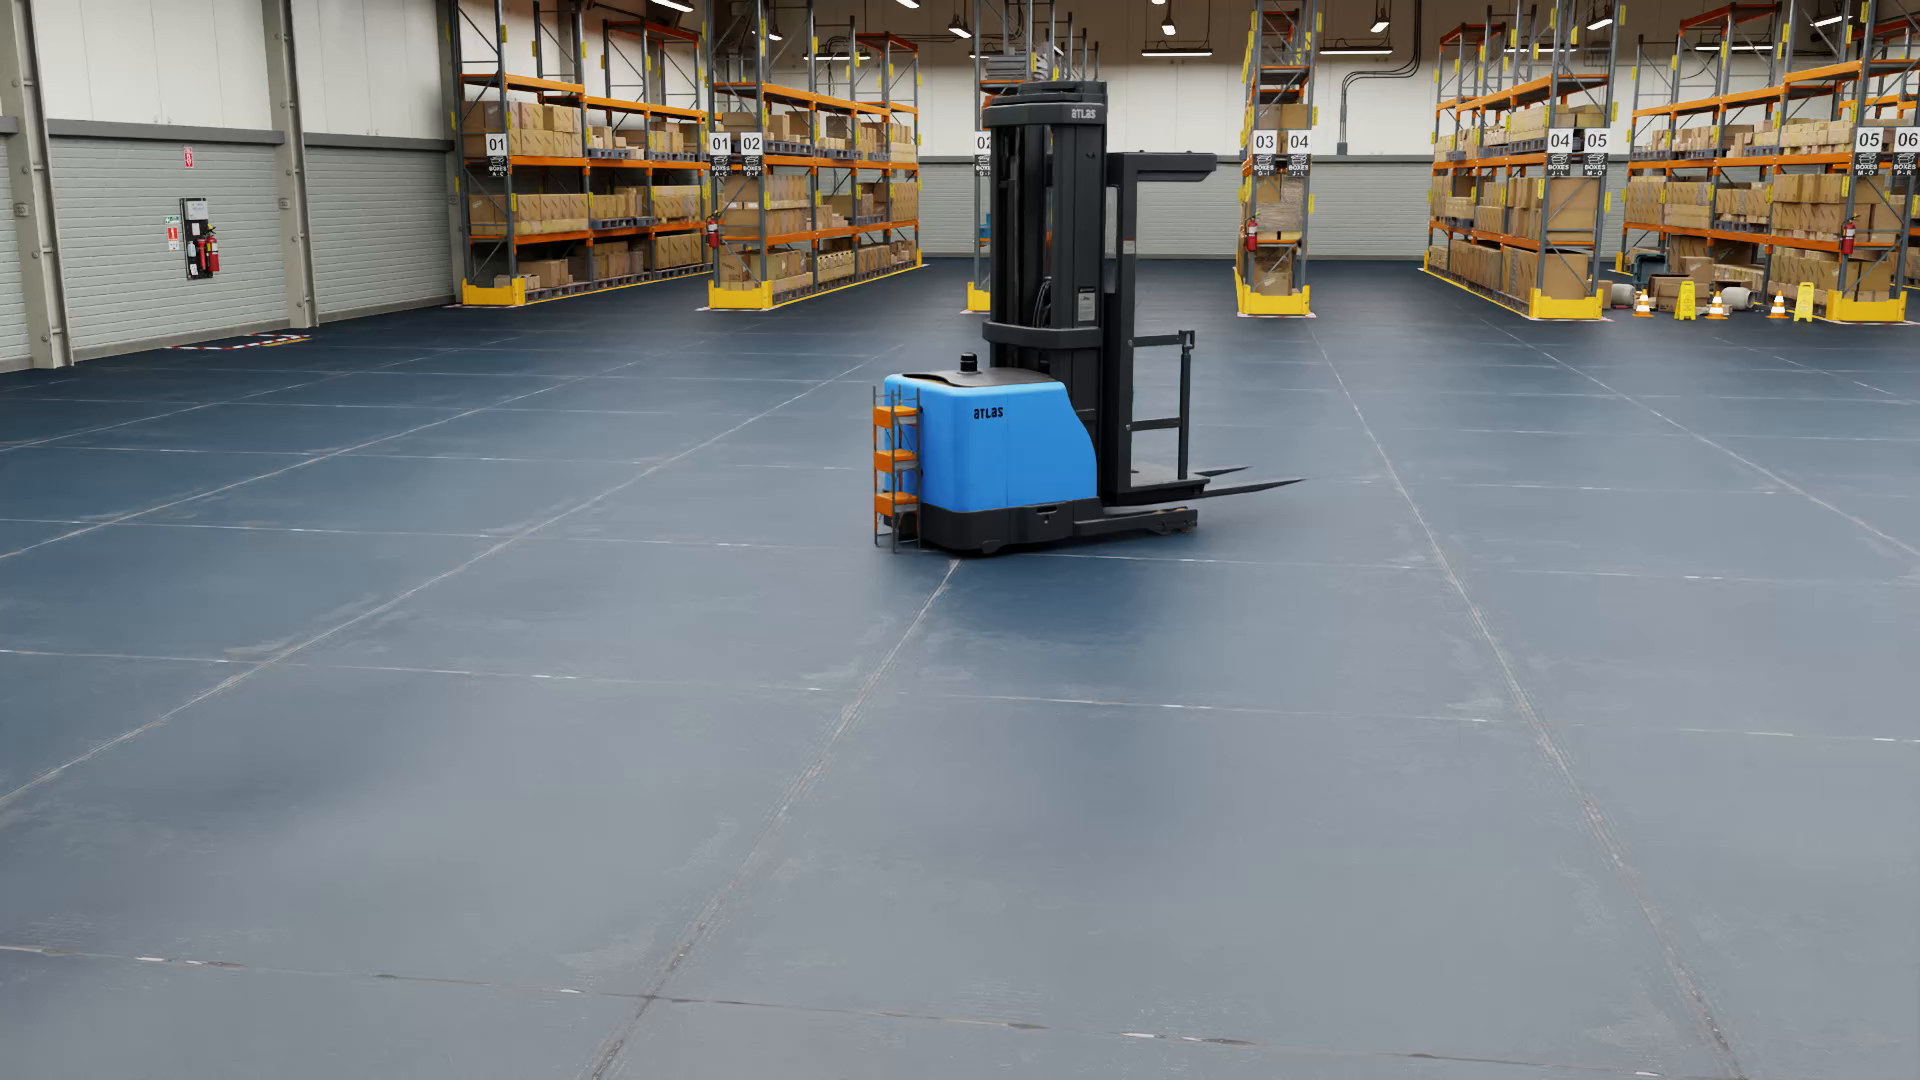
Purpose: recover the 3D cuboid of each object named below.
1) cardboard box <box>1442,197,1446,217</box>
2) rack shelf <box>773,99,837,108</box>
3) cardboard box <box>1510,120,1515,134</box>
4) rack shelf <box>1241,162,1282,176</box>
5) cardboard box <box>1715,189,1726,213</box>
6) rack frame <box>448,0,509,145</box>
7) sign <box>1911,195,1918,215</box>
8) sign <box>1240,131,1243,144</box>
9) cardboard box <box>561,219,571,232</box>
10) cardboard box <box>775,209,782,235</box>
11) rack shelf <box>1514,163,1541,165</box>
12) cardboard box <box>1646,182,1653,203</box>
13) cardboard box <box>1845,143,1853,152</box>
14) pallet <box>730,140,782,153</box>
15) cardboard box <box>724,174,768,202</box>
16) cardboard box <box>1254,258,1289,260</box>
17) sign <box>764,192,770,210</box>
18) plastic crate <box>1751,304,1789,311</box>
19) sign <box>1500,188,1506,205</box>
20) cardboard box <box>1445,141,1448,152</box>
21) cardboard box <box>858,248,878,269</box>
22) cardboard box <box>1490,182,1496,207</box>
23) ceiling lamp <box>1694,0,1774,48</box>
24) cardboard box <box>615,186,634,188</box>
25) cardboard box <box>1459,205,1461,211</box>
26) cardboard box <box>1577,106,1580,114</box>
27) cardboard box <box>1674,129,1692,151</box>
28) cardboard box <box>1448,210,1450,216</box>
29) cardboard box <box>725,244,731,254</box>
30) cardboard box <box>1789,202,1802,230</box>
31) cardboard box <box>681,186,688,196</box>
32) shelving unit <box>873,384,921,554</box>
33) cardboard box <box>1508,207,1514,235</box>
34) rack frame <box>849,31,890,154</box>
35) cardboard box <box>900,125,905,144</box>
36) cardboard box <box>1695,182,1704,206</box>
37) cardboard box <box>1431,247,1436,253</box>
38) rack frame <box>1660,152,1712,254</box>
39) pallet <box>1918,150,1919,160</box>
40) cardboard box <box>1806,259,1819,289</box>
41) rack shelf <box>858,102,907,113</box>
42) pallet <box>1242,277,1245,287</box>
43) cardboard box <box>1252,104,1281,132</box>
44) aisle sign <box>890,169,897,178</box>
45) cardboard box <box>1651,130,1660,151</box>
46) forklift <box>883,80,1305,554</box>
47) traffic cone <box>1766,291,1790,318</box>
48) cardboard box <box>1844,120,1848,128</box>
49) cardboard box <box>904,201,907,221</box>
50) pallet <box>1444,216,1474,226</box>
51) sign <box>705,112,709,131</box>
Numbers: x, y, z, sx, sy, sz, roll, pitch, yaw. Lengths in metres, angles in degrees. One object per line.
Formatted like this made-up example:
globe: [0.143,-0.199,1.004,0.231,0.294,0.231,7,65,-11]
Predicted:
cardboard box: [12.268,-8.259,41.253,0.500,0.500,0.500,2,12,7]
rack shelf: [-3.205,-9.582,36.290,0.919,0.124,3.809,2,12,9]
cardboard box: [10.809,-7.881,31.740,0.500,0.250,0.500,2,12,9]
rack shelf: [7.814,-9.560,42.819,1.077,0.370,4.000,2,12,9]
cardboard box: [16.385,-7.188,35.288,0.500,0.500,0.500,2,12,7]
rack frame: [-9.023,-8.945,31.138,1.000,3.000,0.127,2,12,9]
sign: [15.989,-5.615,27.874,0.100,0.325,0.005,2,12,9]
sign: [7.574,-10.813,44.664,0.100,0.325,0.005,2,12,9]
cardboard box: [-8.328,-6.464,34.176,0.500,0.250,0.500,2,12,8]
cardboard box: [-3.885,-6.211,32.454,0.700,0.500,0.500,2,12,9]
rack shelf: [11.469,-7.808,34.228,0.919,0.124,3.809,2,12,9]
cardboard box: [17.253,-8.564,41.001,0.500,0.500,0.500,2,12,9]
cardboard box: [15.231,-6.636,28.143,0.380,0.149,0.250,2,12,9]
pallet: [-3.993,-7.422,31.401,1.003,0.211,1.213,2,12,9]
cardboard box: [-4.035,-6.643,31.382,0.700,0.500,0.500,2,12,9]
cardboard box: [6.569,-5.699,35.205,0.700,0.500,0.500,1,12,4]
sign: [-3.580,-6.295,30.840,0.100,0.325,0.005,2,12,9]
plastic crate: [15.016,-4.315,30.824,0.402,0.080,0.583,-2,12,-11]
sign: [10.623,-6.724,32.515,0.100,0.325,0.005,2,12,9]
cardboard box: [12.378,-9.805,41.420,0.500,0.250,0.500,2,12,11]
cardboard box: [-2.313,-6.918,40.865,0.500,0.500,0.500,1,12,7]
cardboard box: [11.544,-7.246,34.888,0.700,0.500,0.500,2,12,8]
ceiling lamp: [20.930,-14.820,44.446,2.000,3.144,0.800,2,12,9]
cardboard box: [-7.979,-8.351,39.852,0.500,0.250,0.500,2,12,10]
cardboard box: [11.518,-7.522,37.671,0.380,0.149,0.250,2,12,9]
cardboard box: [10.990,-7.501,29.028,0.380,0.149,0.250,2,12,8]
cardboard box: [16.876,-9.254,38.459,0.500,0.500,0.500,2,12,8]
cardboard box: [11.797,-7.752,39.445,0.380,0.149,0.250,2,12,9]
cardboard box: [-6.724,-7.968,45.784,0.700,0.500,0.500,1,12,7]
cardboard box: [15.580,-5.945,30.514,0.500,0.500,0.500,2,12,8]
cardboard box: [-7.163,-8.763,41.764,0.500,0.250,0.500,2,12,10]
shelving unit: [-0.403,-0.457,10.622,0.215,1.050,0.252,-7,14,-30]
cardboard box: [11.116,-6.178,32.183,0.875,0.550,0.550,2,12,9]
rack frame: [-2.282,-11.283,41.988,1.000,3.000,0.127,2,12,9]
cardboard box: [-1.861,-10.871,44.584,0.700,0.500,0.500,2,12,9]
cardboard box: [16.575,-7.636,36.693,0.500,0.500,0.500,2,12,10]
cardboard box: [12.501,-7.574,43.378,0.380,0.149,0.250,2,12,8]
rack frame: [17.298,-7.707,39.637,1.000,3.000,0.127,2,12,9]
pallet: [21.877,-8.572,36.977,1.213,0.211,1.003,2,12,9]
cardboard box: [15.395,-4.721,29.530,0.500,0.500,0.500,2,12,11]
rack shelf: [-1.974,-11.442,43.976,0.919,0.124,3.809,2,12,9]
pallet: [6.769,-5.670,36.803,1.003,0.211,1.213,2,12,9]
cardboard box: [5.649,-7.766,30.661,0.500,0.500,0.500,2,12,9]
aisle sign: [-1.946,-10.478,46.320,0.394,0.787,0.004,2,12,9]
cardboard box: [17.455,-9.895,41.195,0.500,0.500,0.500,2,12,10]
forklift: [1.015,-1.550,11.226,3.031,2.935,1.130,-7,14,-30]
traffic cone: [14.244,-4.101,28.923,0.336,0.463,0.334,2,12,9]
cardboard box: [15.290,-7.075,28.287,0.380,0.149,0.250,2,12,10]
cardboard box: [-1.703,-8.813,44.530,0.500,0.500,0.500,2,12,8]
pallet: [12.130,-7.599,39.588,1.003,0.211,1.213,2,12,9]
sign: [-4.662,-7.733,30.723,0.100,0.325,0.005,2,12,9]
